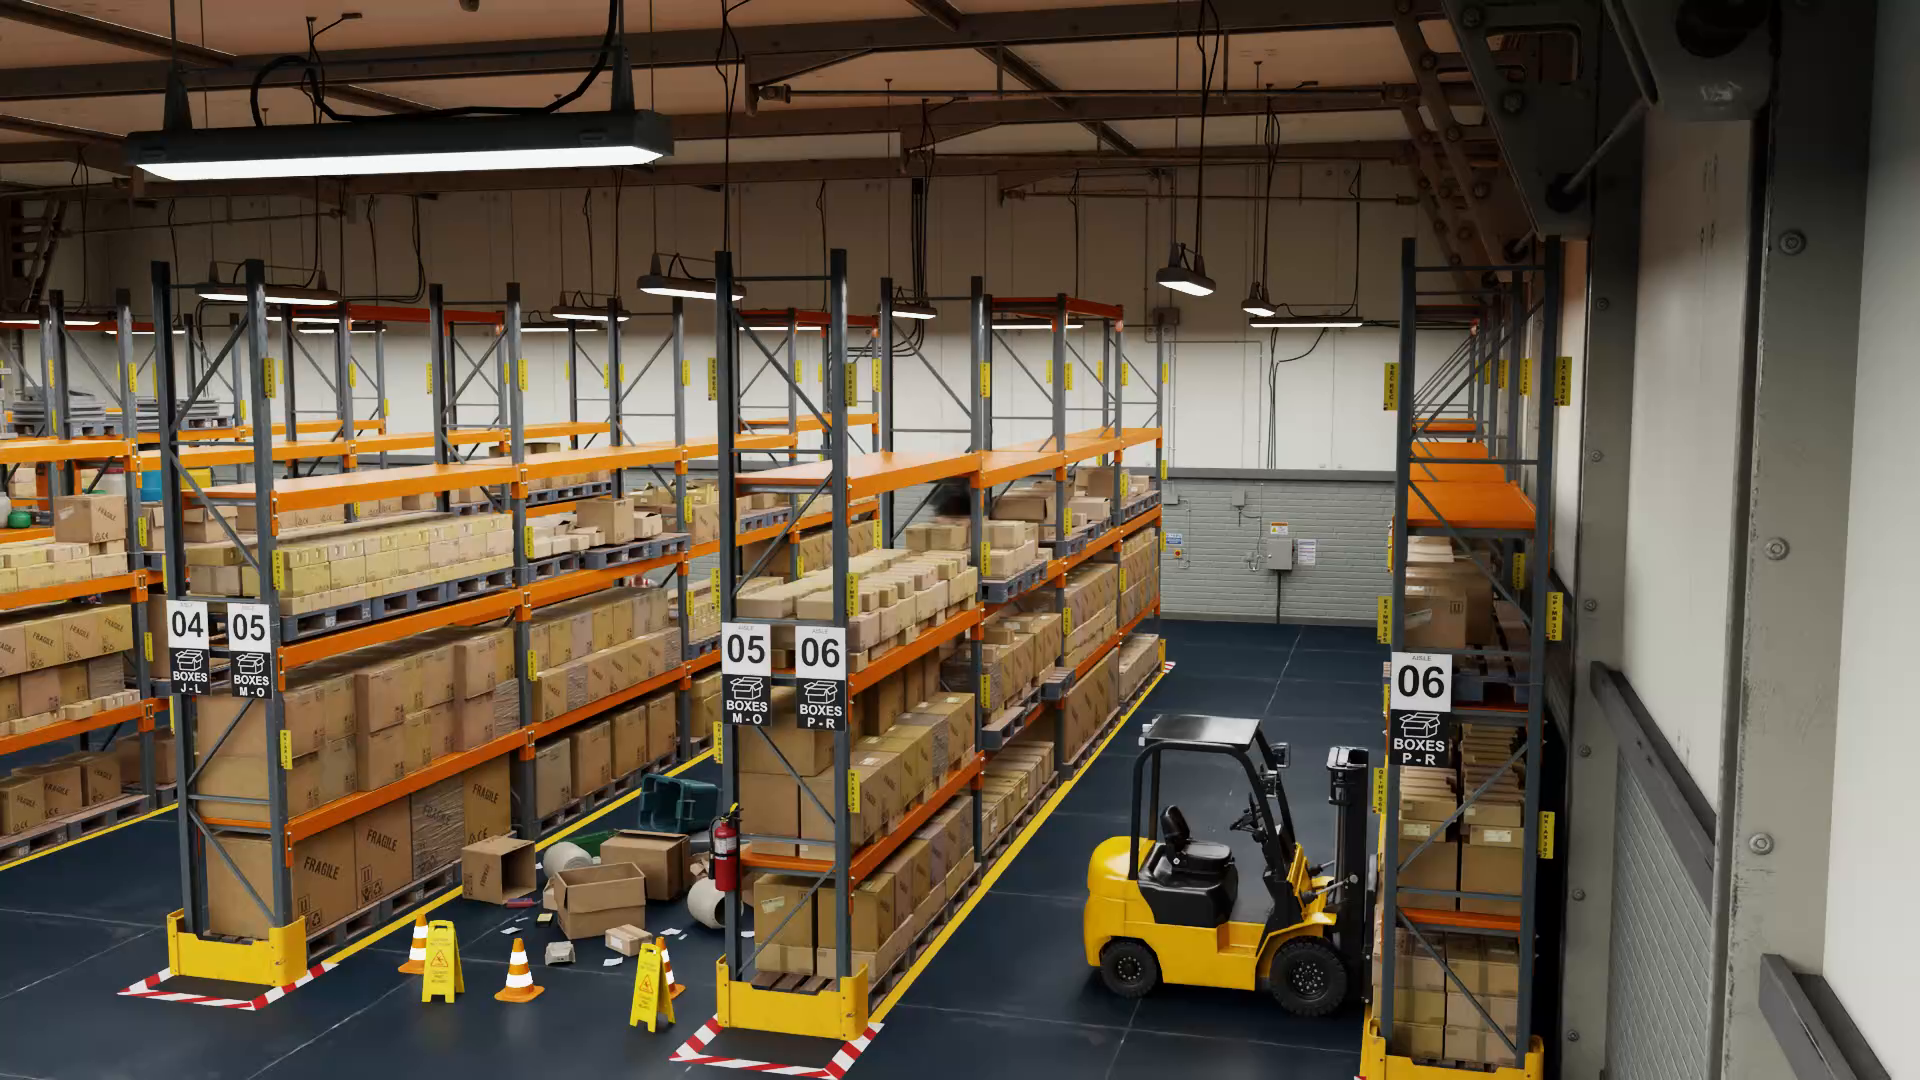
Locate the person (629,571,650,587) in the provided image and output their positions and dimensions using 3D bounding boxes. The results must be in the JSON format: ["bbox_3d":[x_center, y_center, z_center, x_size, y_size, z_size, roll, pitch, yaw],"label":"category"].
[{"bbox_3d":[-5.427,1.240,28.475,0.560,1.701,0.851,1,6,7],"label":"person"}]
